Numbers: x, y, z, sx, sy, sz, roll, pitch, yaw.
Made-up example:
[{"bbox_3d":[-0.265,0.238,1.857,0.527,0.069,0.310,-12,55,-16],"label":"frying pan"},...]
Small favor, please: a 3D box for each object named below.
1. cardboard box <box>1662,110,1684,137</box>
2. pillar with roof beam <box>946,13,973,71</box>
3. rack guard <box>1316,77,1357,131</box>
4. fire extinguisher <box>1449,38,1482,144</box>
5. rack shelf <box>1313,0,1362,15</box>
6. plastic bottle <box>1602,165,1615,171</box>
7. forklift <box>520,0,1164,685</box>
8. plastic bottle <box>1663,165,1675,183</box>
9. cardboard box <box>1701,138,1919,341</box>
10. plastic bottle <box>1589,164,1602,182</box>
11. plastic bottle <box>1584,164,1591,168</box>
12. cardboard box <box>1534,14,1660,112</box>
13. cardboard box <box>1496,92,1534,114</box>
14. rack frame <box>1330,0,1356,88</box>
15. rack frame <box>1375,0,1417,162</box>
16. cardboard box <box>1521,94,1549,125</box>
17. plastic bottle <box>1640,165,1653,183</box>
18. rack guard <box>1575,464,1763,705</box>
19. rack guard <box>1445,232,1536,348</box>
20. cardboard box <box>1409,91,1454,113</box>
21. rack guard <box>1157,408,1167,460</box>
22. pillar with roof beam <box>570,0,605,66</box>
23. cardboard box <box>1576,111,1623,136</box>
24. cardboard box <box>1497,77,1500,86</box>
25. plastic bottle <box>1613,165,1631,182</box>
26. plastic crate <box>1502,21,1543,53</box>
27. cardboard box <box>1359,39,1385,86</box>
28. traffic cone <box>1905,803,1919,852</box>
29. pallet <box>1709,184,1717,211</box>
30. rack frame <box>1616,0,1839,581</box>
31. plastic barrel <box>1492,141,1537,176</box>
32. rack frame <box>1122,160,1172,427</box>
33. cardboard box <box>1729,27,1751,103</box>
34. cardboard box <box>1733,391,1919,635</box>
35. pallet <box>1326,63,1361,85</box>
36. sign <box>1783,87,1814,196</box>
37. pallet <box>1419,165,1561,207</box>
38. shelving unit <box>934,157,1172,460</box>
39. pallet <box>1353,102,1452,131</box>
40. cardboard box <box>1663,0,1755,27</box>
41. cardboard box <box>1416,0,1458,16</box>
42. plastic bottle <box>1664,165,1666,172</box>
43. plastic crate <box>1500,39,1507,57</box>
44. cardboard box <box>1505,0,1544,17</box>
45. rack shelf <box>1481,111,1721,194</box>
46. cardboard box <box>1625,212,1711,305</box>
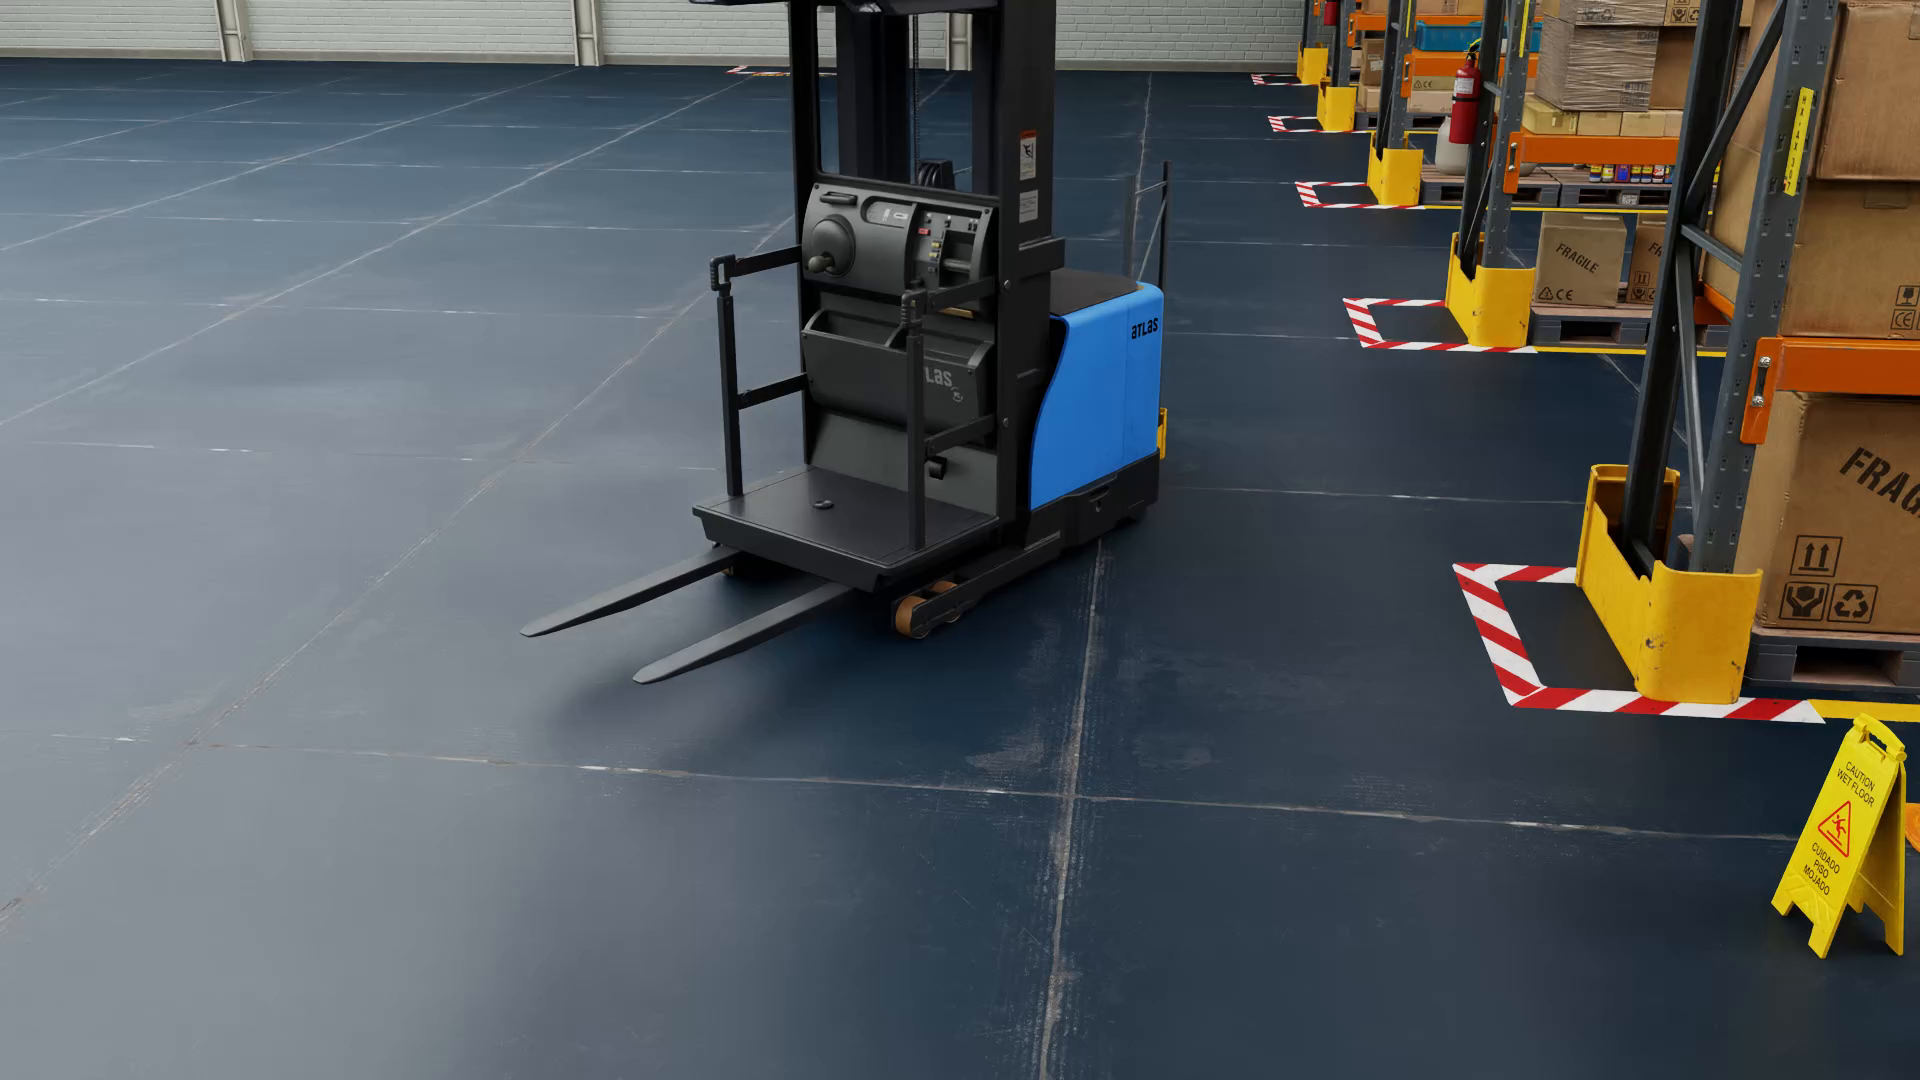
[{"bbox_3d":[4.404,-2.576,10.216,0.250,0.149,0.380,2,22,6],"label":"cardboard box"},{"bbox_3d":[-0.513,-10.018,20.540,0.400,9.000,9.100,2,22,6],"label":"pillar with roof beam"},{"bbox_3d":[4.552,-5.284,20.126,0.348,0.500,1.175,2,22,6],"label":"rack guard"},{"bbox_3d":[3.347,-2.966,10.968,0.183,0.674,0.296,2,22,6],"label":"fire extinguisher"},{"bbox_3d":[7.141,-7.834,24.153,4.000,0.370,1.077,2,22,6],"label":"rack shelf"},{"bbox_3d":[6.099,-3.600,15.561,0.133,0.283,0.061,2,22,6],"label":"plastic bottle"},{"bbox_3d":[-0.388,-1.183,6.447,1.130,2.935,3.031,16,27,35],"label":"forklift"},{"bbox_3d":[6.394,-3.353,14.954,0.097,0.271,0.097,0,22,0],"label":"plastic bottle"},{"bbox_3d":[3.096,-1.093,5.920,0.550,0.550,0.875,2,22,6],"label":"cardboard box"},{"bbox_3d":[5.753,-3.381,15.025,0.097,0.271,0.097,0,22,0],"label":"plastic bottle"},{"bbox_3d":[5.982,-3.661,15.717,0.133,0.283,0.061,3,22,8],"label":"plastic bottle"},{"bbox_3d":[3.949,-2.980,10.358,0.500,0.500,0.875,2,22,6],"label":"cardboard box"},{"bbox_3d":[6.571,-5.193,19.663,0.500,0.250,0.500,2,22,6],"label":"cardboard box"},{"bbox_3d":[4.576,-6.446,19.664,0.127,3.000,1.000,2,22,6],"label":"rack frame"},{"bbox_3d":[3.989,-4.638,15.090,0.127,3.000,1.000,2,22,6],"label":"rack frame"},{"bbox_3d":[3.713,-2.775,10.722,0.250,0.149,0.380,2,22,6],"label":"cardboard box"},{"bbox_3d":[6.192,-3.362,14.976,0.097,0.271,0.097,0,22,0],"label":"plastic bottle"},{"bbox_3d":[2.698,0.139,6.409,0.348,0.500,1.175,2,22,6],"label":"rack guard"},{"bbox_3d":[3.481,-1.663,10.967,0.348,0.500,1.175,2,22,6],"label":"rack guard"},{"bbox_3d":[5.579,-5.238,19.777,0.500,0.250,0.500,2,22,6],"label":"cardboard box"},{"bbox_3d":[0.883,-0.461,8.266,0.087,0.250,0.587,11,24,26],"label":"rack guard"},{"bbox_3d":[-6.472,-10.277,21.196,0.400,9.000,9.100,2,22,6],"label":"pillar with roof beam"},{"bbox_3d":[3.907,-2.595,10.266,0.250,0.149,0.380,2,22,6],"label":"cardboard box"},{"bbox_3d":[6.077,-5.569,19.595,0.500,0.500,0.500,2,22,6],"label":"cardboard box"},{"bbox_3d":[5.975,-3.370,14.981,0.133,0.283,0.061,3,22,7],"label":"plastic bottle"},{"bbox_3d":[5.165,-4.626,15.263,0.408,0.251,0.499,2,22,6],"label":"plastic crate"},{"bbox_3d":[5.143,-5.797,20.171,0.500,0.500,0.500,2,22,6],"label":"cardboard box"},{"bbox_3d":[3.082,0.699,5.044,0.334,0.463,0.336,2,22,6],"label":"traffic cone"},{"bbox_3d":[7.299,-3.212,15.277,1.213,0.211,1.003,2,22,6],"label":"pallet"},{"bbox_3d":[2.722,-1.023,5.947,0.127,3.000,1.000,2,22,6],"label":"rack frame"},{"bbox_3d":[5.149,-3.654,15.414,0.421,0.512,0.421,0,22,0],"label":"plastic barrel"},{"bbox_3d":[0.884,-1.042,8.036,0.032,1.500,0.500,11,24,26],"label":"rack frame"},{"bbox_3d":[4.951,-2.965,10.319,0.500,0.500,0.875,2,22,6],"label":"cardboard box"},{"bbox_3d":[3.403,-0.225,6.247,0.875,0.875,0.875,3,22,7],"label":"cardboard box"},{"bbox_3d":[6.033,-6.906,24.622,1.213,0.211,1.003,2,22,6],"label":"pallet"},{"bbox_3d":[2.651,-1.260,5.261,0.005,0.325,0.100,2,22,6],"label":"sign"},{"bbox_3d":[4.876,-3.318,15.544,1.213,0.211,1.003,2,22,6],"label":"pallet"},{"bbox_3d":[0.444,-1.129,8.255,1.083,1.500,0.587,11,24,26],"label":"shelving unit"},{"bbox_3d":[5.340,-5.131,20.132,1.213,0.211,1.003,2,22,6],"label":"pallet"},{"bbox_3d":[4.416,-3.331,9.886,0.500,0.500,0.500,2,22,6],"label":"cardboard box"},{"bbox_3d":[5.560,-6.446,19.530,0.500,0.500,0.700,3,22,8],"label":"cardboard box"},{"bbox_3d":[6.606,-3.560,15.471,0.135,0.276,0.152,2,22,6],"label":"plastic bottle"},{"bbox_3d":[4.840,-4.359,14.744,0.250,0.136,0.298,2,22,6],"label":"plastic crate"},{"bbox_3d":[6.575,-6.401,19.416,0.500,0.500,0.700,3,22,8],"label":"cardboard box"},{"bbox_3d":[5.392,-2.408,10.429,4.000,0.370,1.077,2,22,6],"label":"rack shelf"},{"bbox_3d":[4.622,-1.816,10.781,0.500,0.500,0.500,8,23,20],"label":"cardboard box"}]
